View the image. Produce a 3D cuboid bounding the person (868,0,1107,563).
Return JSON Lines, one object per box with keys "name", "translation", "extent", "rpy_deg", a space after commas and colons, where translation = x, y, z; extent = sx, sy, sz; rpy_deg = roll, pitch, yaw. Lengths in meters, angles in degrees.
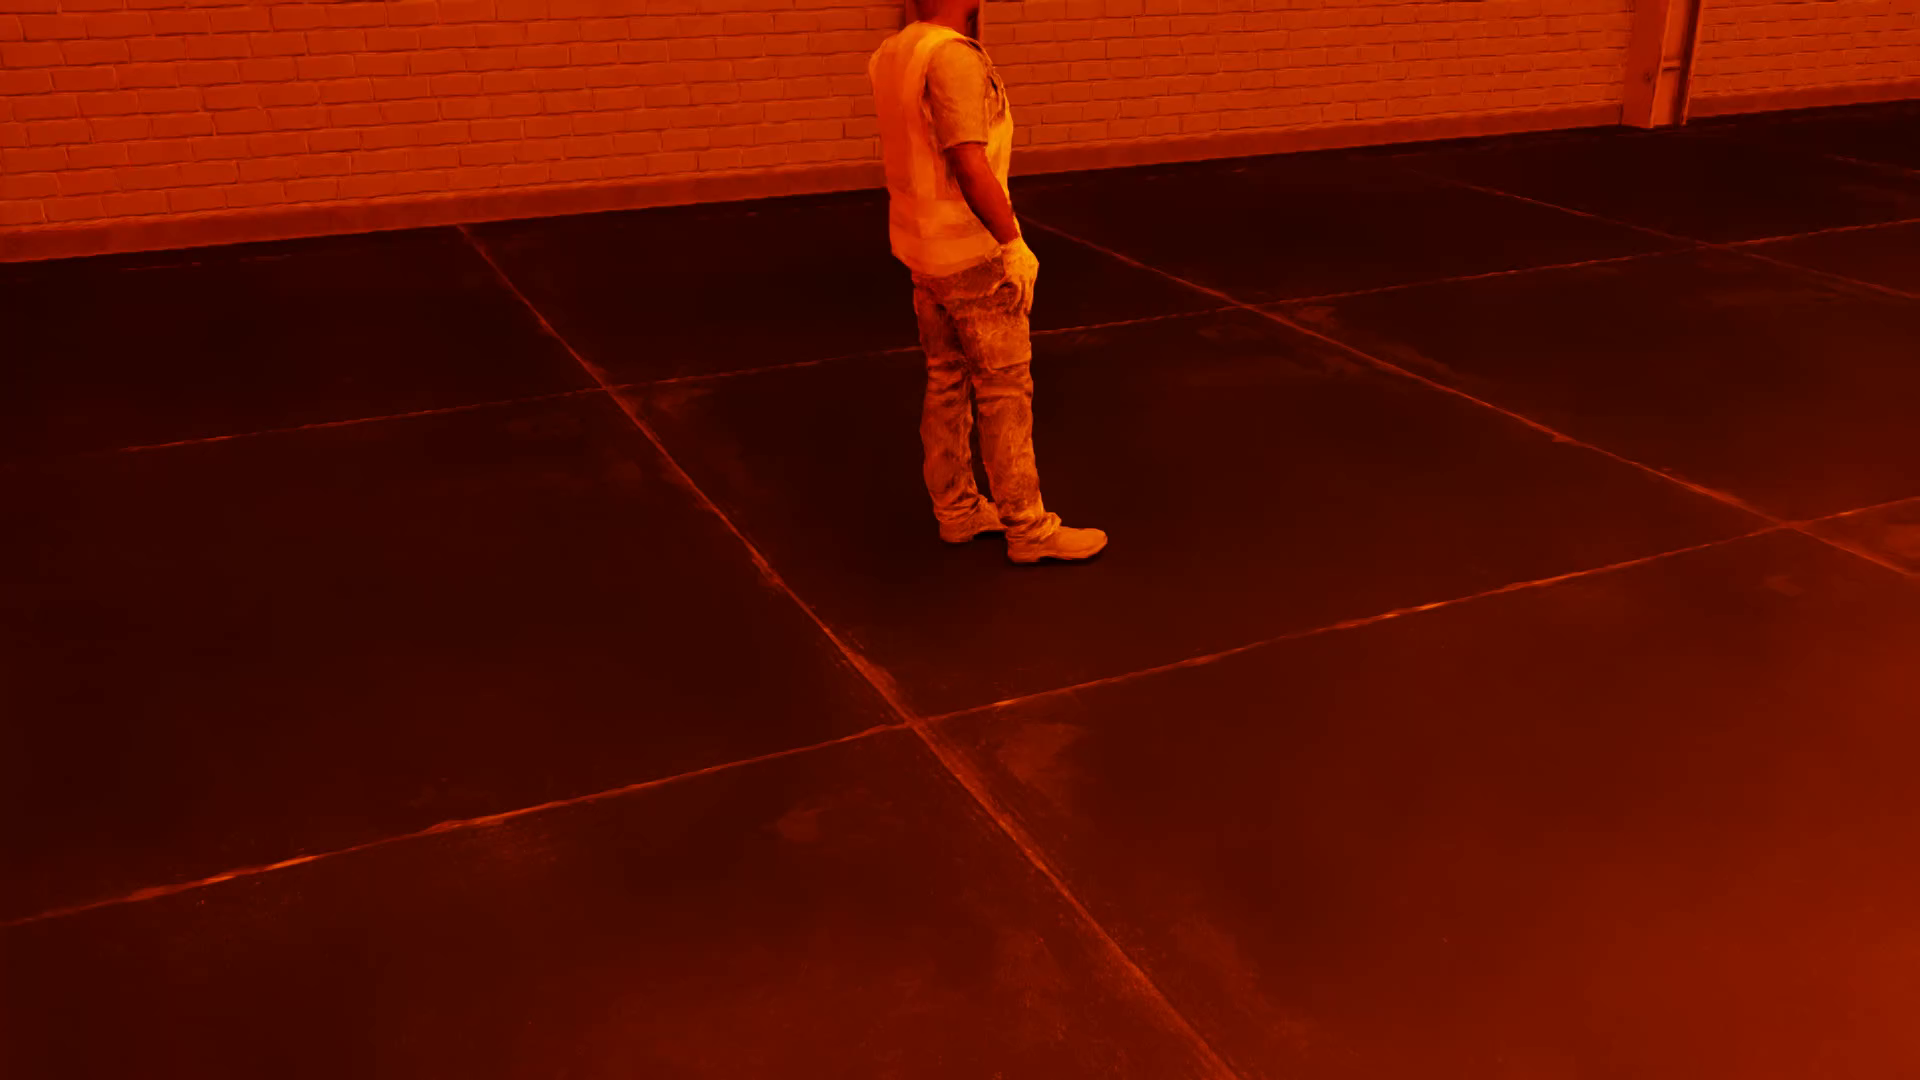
{"name": "person", "translation": [0.069, -0.837, 4.785], "extent": [0.575, 1.777, 0.655], "rpy_deg": [-10, 25, -23]}
